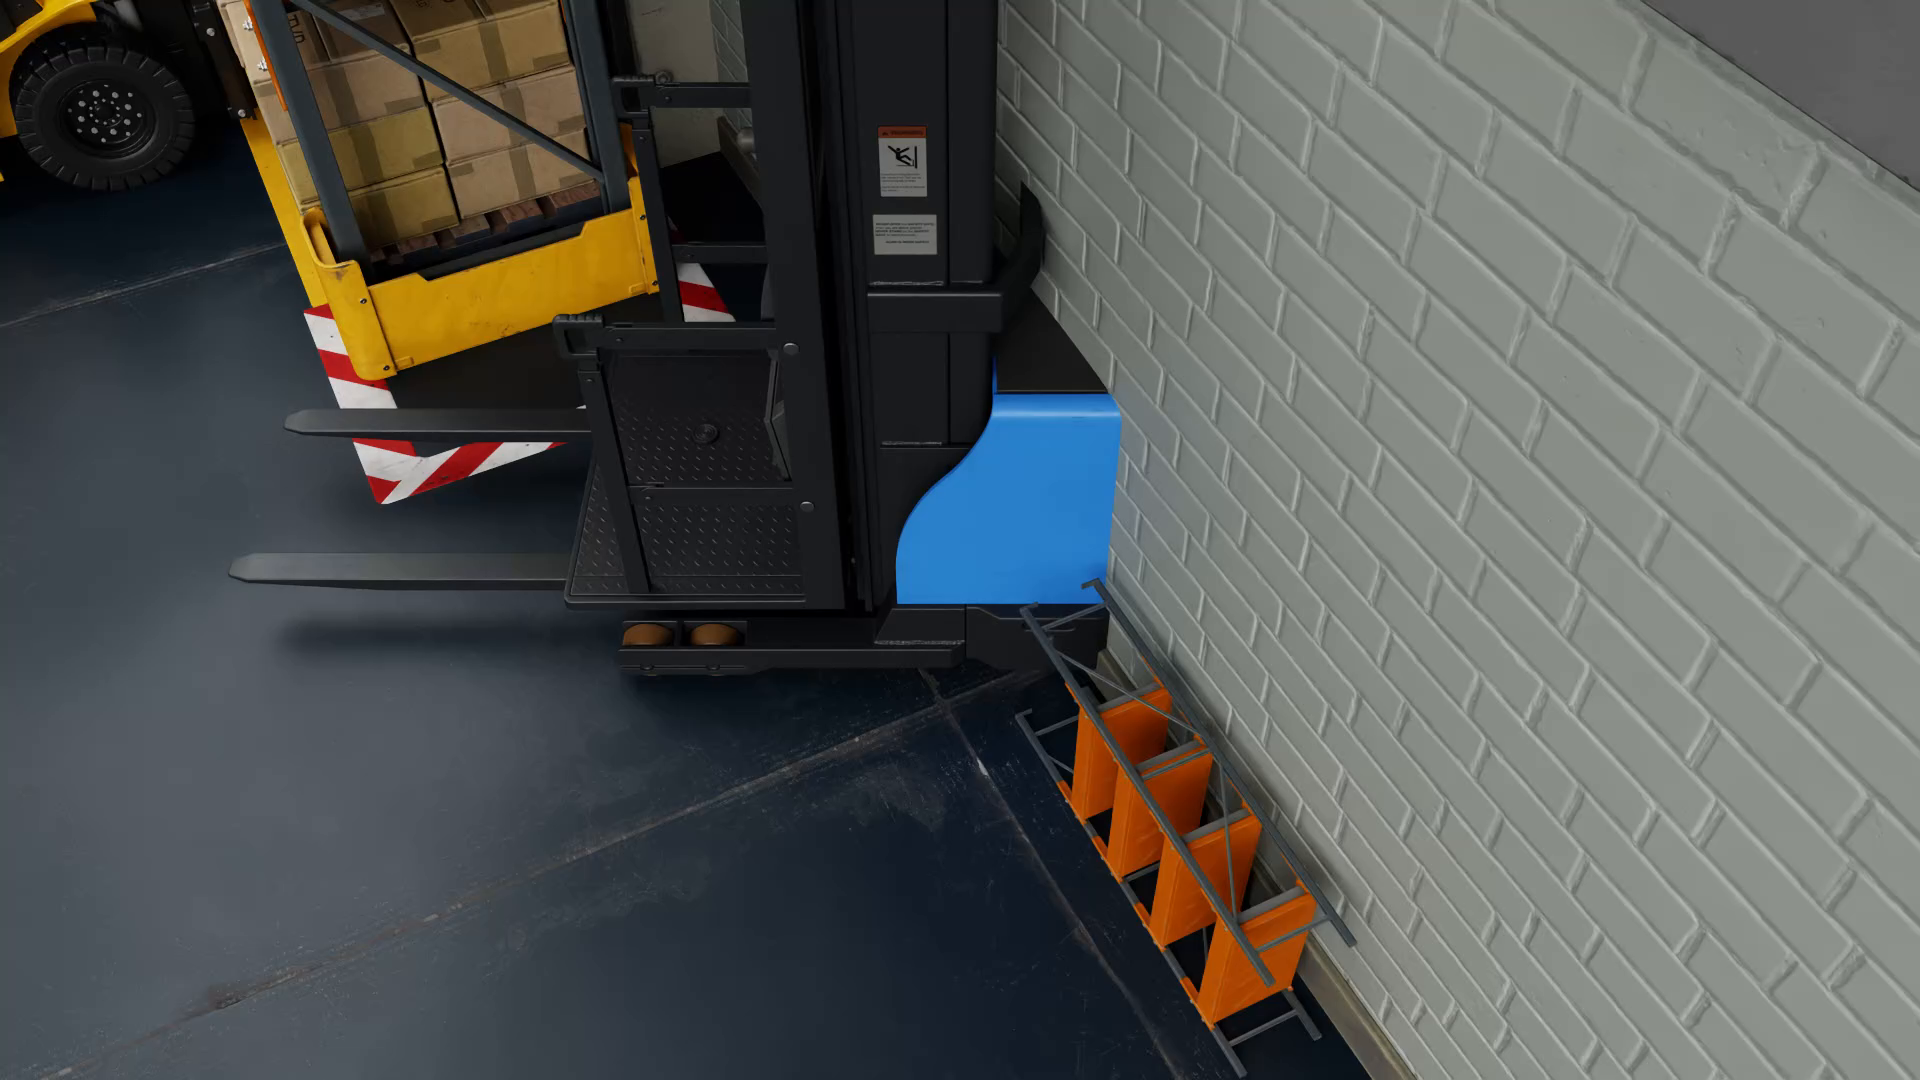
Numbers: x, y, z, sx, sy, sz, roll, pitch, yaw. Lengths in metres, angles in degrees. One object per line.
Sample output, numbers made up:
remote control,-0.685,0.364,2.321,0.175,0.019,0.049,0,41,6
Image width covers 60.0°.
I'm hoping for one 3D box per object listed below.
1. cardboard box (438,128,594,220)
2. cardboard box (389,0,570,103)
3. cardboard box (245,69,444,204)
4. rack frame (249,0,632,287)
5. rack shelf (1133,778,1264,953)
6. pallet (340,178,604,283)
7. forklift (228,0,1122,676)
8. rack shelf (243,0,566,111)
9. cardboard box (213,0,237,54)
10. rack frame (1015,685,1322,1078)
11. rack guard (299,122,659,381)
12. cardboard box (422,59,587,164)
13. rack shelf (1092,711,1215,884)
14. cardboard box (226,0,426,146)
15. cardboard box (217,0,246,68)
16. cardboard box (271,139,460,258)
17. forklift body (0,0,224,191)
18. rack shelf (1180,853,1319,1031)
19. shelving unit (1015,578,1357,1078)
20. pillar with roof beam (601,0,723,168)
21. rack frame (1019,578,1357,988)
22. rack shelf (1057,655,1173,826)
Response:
cardboard box,-1.679,-1.481,6.100,0.500,0.250,0.500,-21,52,-17
cardboard box,-1.680,-1.801,5.716,0.500,0.250,0.500,-22,52,-18
cardboard box,-2.129,-1.467,5.756,0.500,0.250,0.500,-22,52,-18
rack frame,-1.628,-1.852,4.877,1.000,3.000,0.127,-21,52,-18
rack shelf,0.599,0.818,4.192,0.258,0.480,0.148,-20,52,-17
pallet,-2.015,-1.431,6.361,1.003,0.211,1.213,-21,52,-18
forklift,-0.630,-0.965,4.147,3.031,2.935,1.130,0,49,0
rack shelf,-2.543,-2.953,6.318,1.077,0.370,4.000,-21,52,-18
cardboard box,-2.604,-2.145,6.349,0.500,0.250,0.500,-22,52,-18
rack frame,0.530,0.873,4.468,0.240,0.015,1.200,-20,52,-17
rack guard,-1.617,-1.013,5.803,1.175,0.500,0.348,-21,52,-18
cardboard box,-1.658,-1.635,5.903,0.500,0.250,0.500,-20,52,-17
rack shelf,0.501,0.667,4.324,0.258,0.480,0.148,-20,52,-17
cardboard box,-2.116,-1.614,5.553,0.500,0.250,0.500,-20,52,-16
cardboard box,-2.355,-1.954,5.850,0.500,0.250,0.500,-20,52,-17
cardboard box,-2.124,-1.290,5.933,0.500,0.250,0.500,-21,52,-17
forklift body,-4.118,-2.213,5.757,2.313,2.155,1.214,-21,52,-18
rack shelf,0.704,0.978,4.052,0.258,0.480,0.148,-20,52,-17
shelving unit,0.530,0.712,4.284,0.258,0.503,1.200,-20,52,-17
pillar with roof beam,-4.973,-3.120,2.001,9.100,9.000,0.400,-21,52,-18
rack frame,0.530,0.552,4.100,0.240,0.015,1.200,-20,52,-17
rack shelf,0.413,0.533,4.441,0.258,0.480,0.148,-20,52,-17
